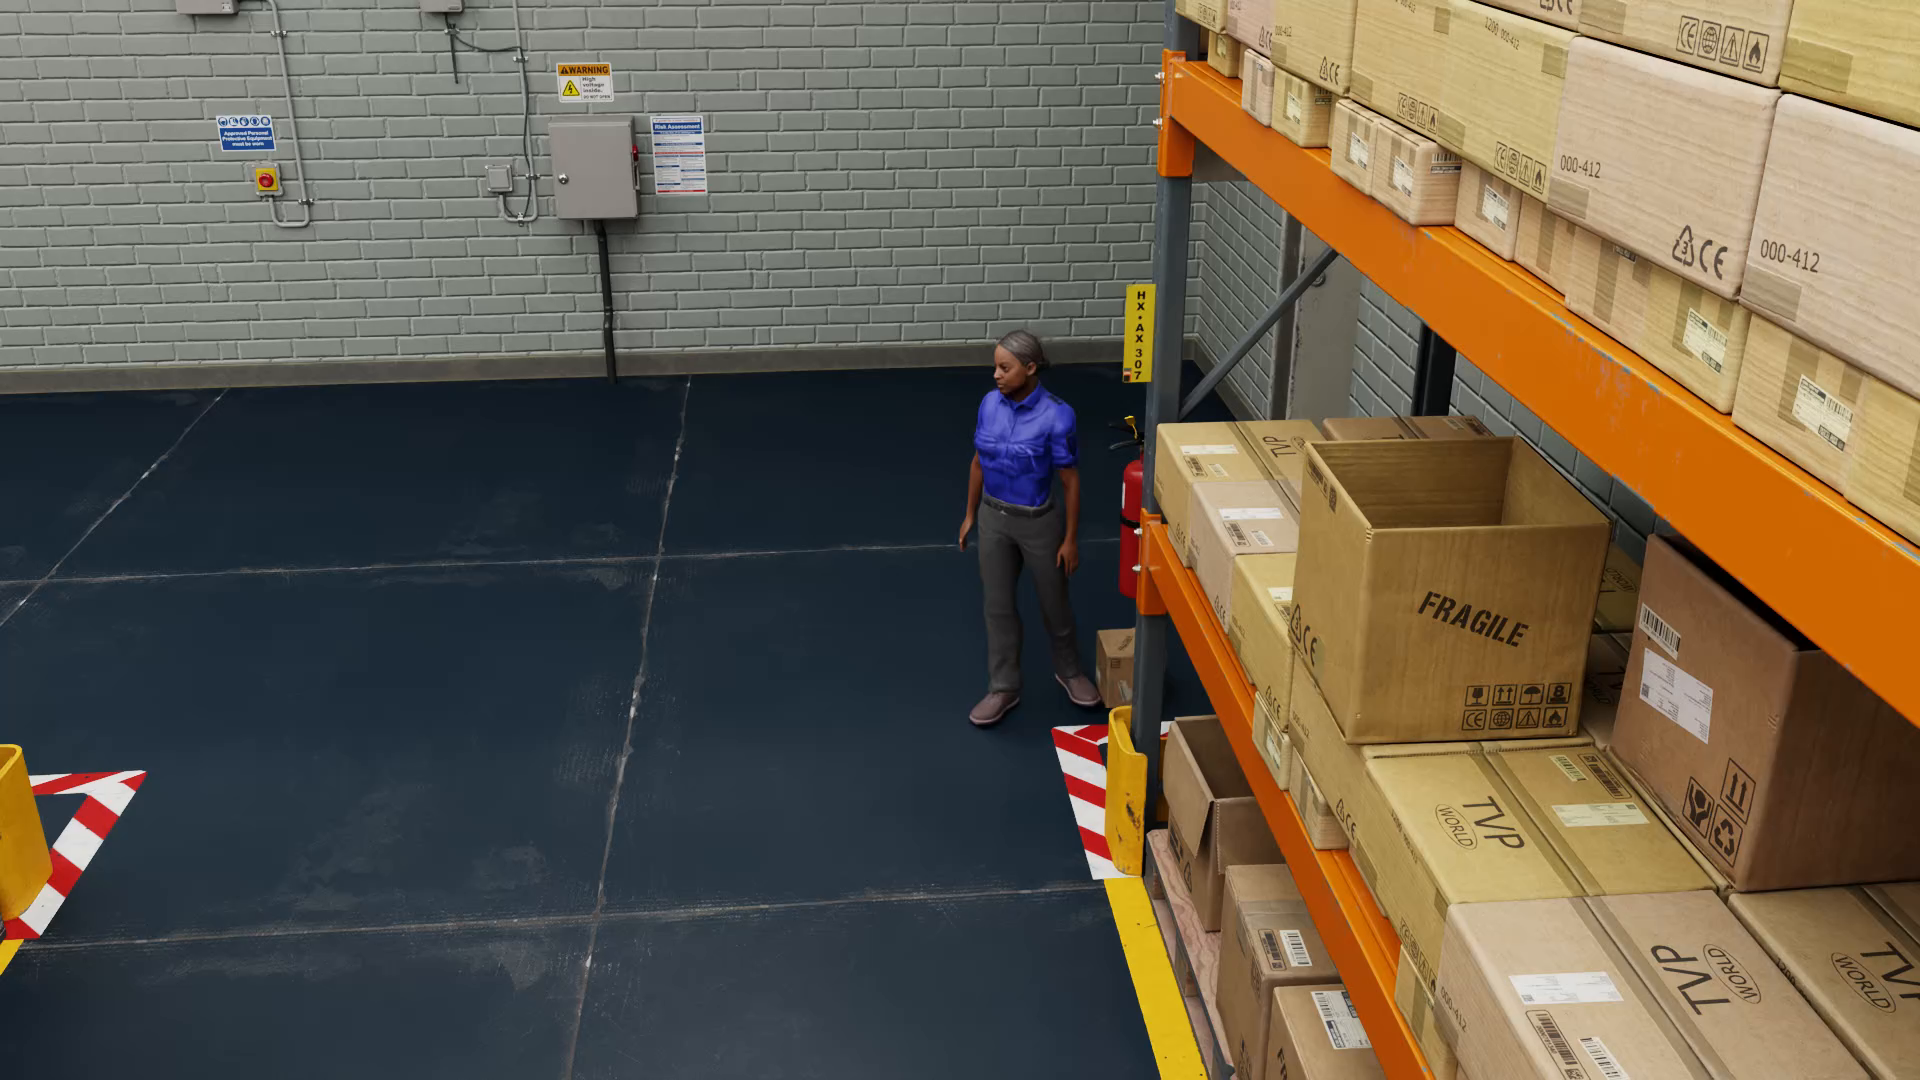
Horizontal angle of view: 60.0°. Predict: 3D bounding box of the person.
[{"bbox_3d":[0.274,-0.058,6.730,0.583,1.651,0.555,13,27,27],"label":"person"}]
